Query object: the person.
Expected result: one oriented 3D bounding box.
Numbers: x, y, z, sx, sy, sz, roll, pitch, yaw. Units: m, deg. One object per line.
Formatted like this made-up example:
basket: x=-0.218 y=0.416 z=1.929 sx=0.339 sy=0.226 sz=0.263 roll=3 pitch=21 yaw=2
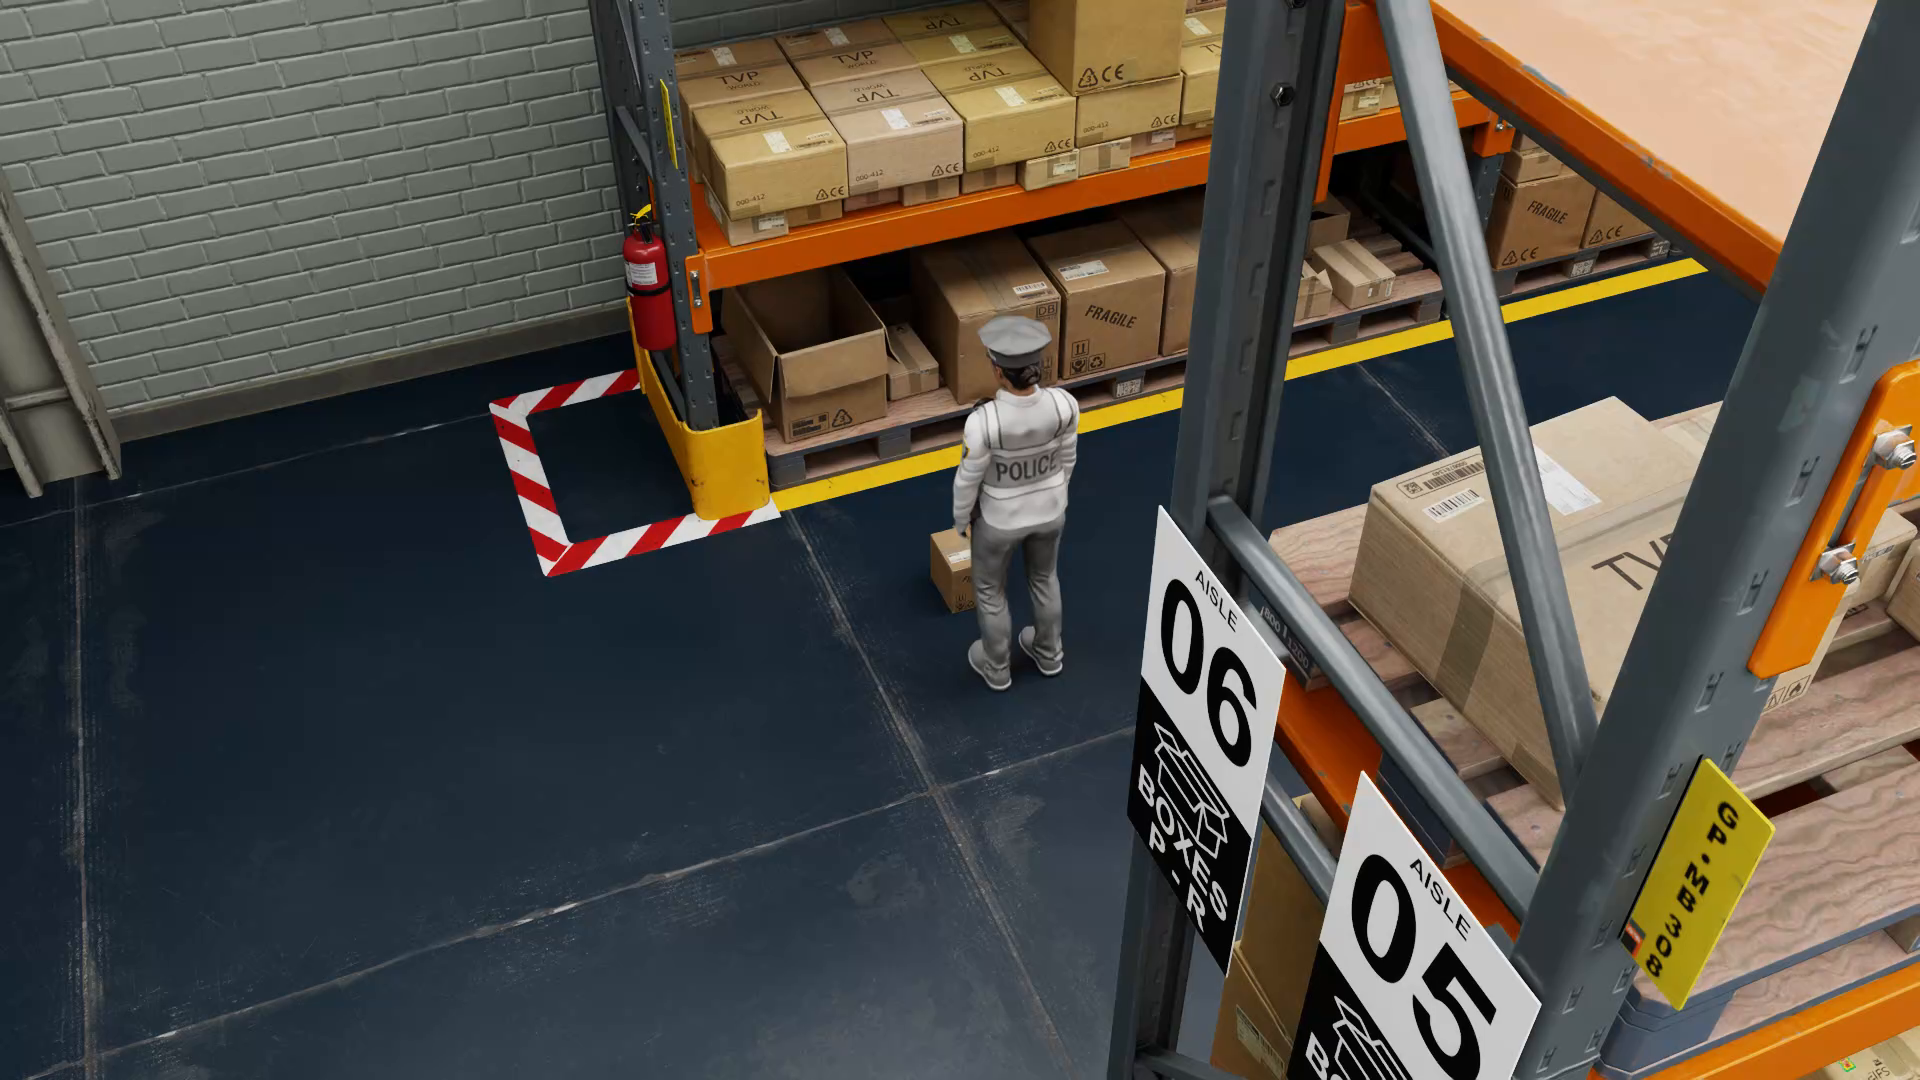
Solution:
person: x=0.198 y=-0.100 z=6.278 sx=0.473 sy=1.662 sz=0.327 roll=-15 pitch=44 yaw=-16
